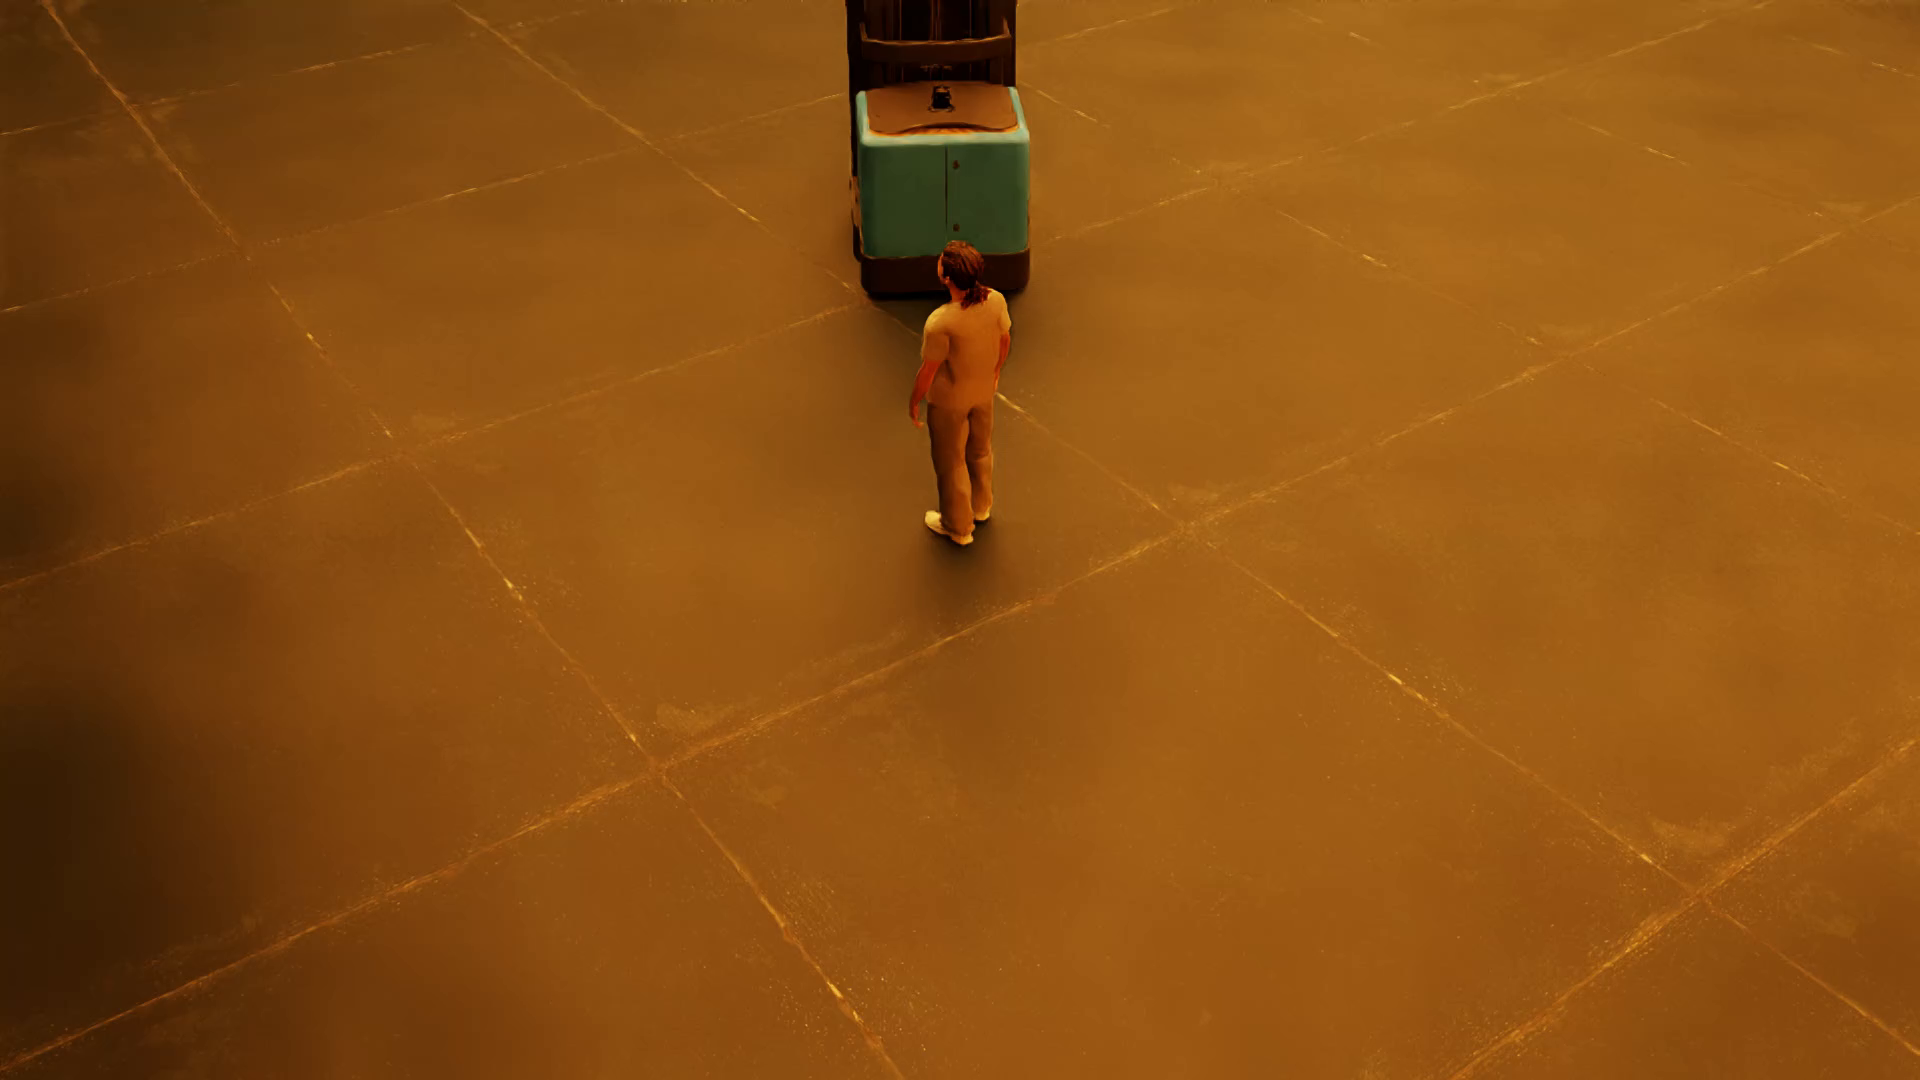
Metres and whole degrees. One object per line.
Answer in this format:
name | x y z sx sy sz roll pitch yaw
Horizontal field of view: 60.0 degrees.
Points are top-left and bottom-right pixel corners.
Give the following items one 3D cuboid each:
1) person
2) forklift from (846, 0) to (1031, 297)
person | -0.032 -0.720 7.962 0.550 1.674 0.548 -23 42 -28
forklift | -0.200 -3.550 10.746 1.130 2.935 3.031 -3 37 -4
